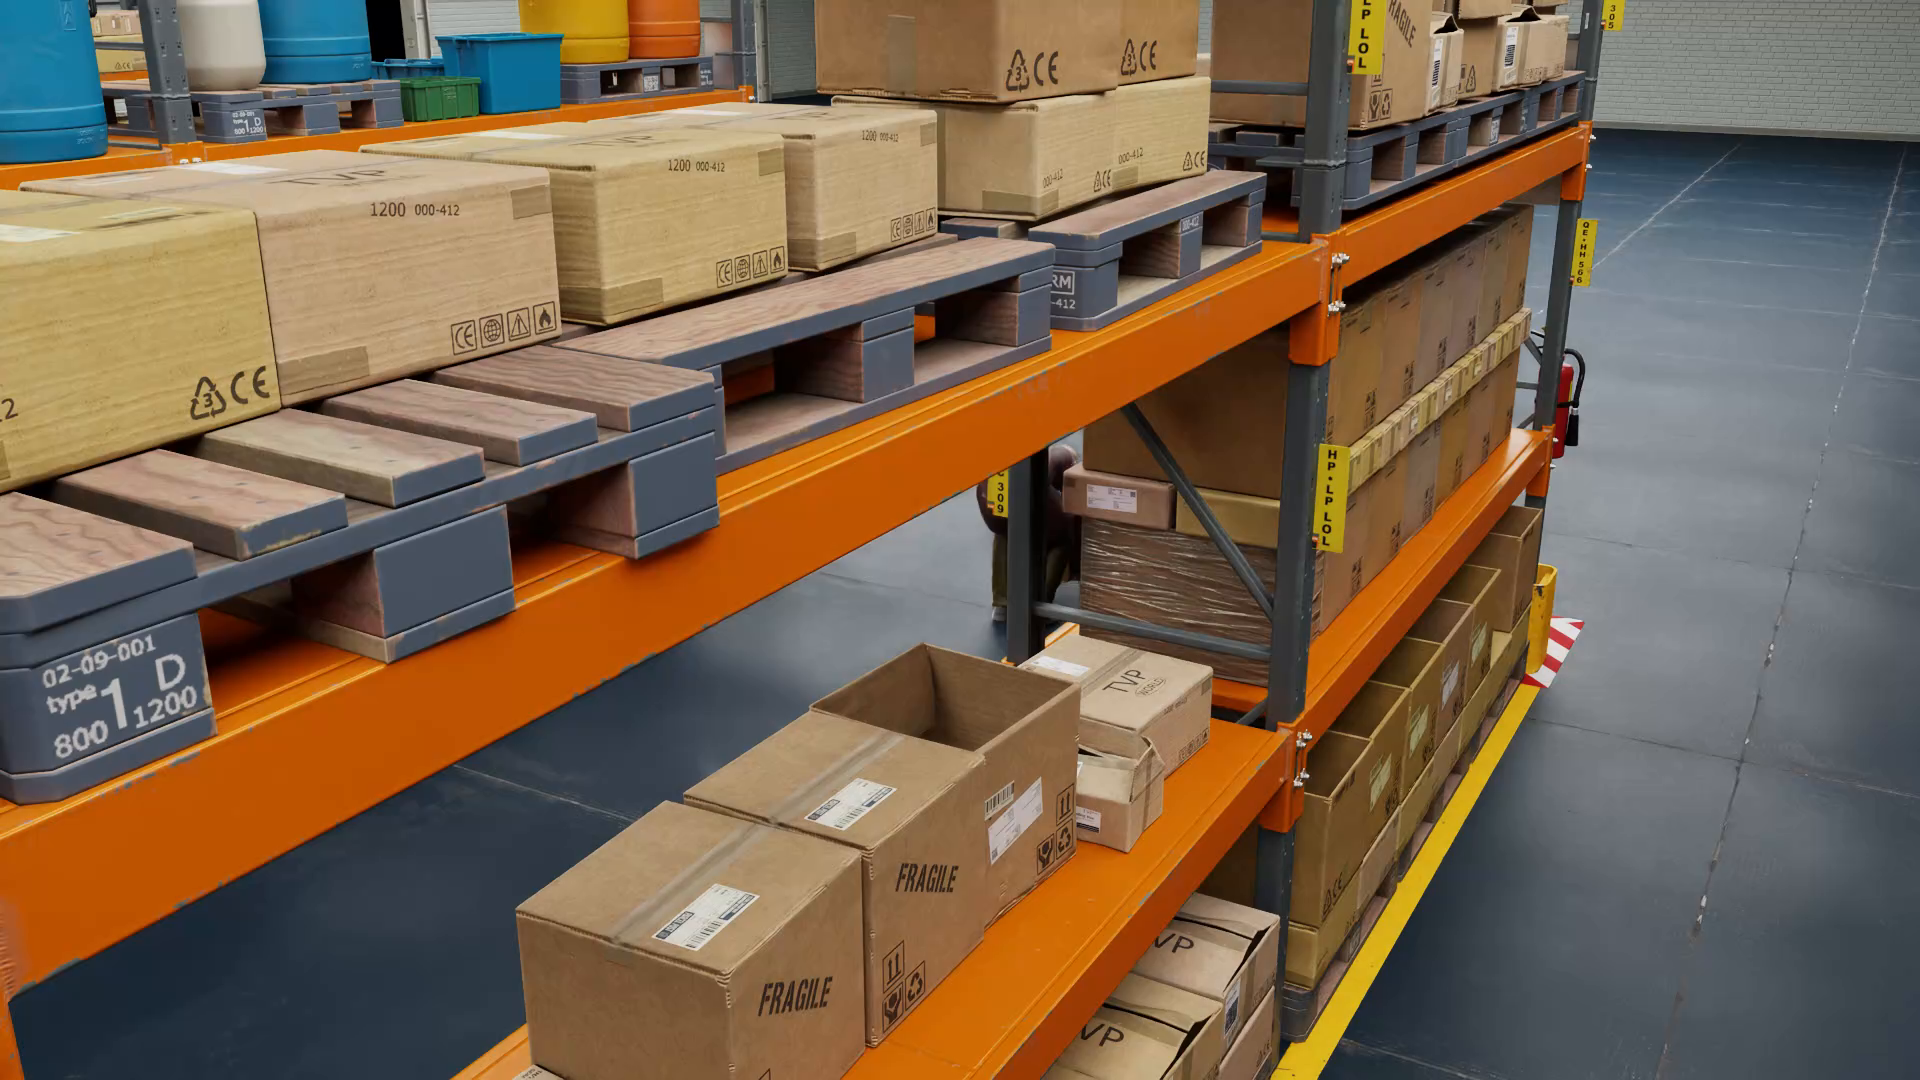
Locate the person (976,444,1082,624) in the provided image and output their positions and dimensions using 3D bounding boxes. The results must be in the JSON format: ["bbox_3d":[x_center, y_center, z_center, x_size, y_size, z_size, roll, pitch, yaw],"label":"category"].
[{"bbox_3d":[0.440,-0.095,9.468,0.577,1.051,0.945,9,21,25],"label":"person"}]
